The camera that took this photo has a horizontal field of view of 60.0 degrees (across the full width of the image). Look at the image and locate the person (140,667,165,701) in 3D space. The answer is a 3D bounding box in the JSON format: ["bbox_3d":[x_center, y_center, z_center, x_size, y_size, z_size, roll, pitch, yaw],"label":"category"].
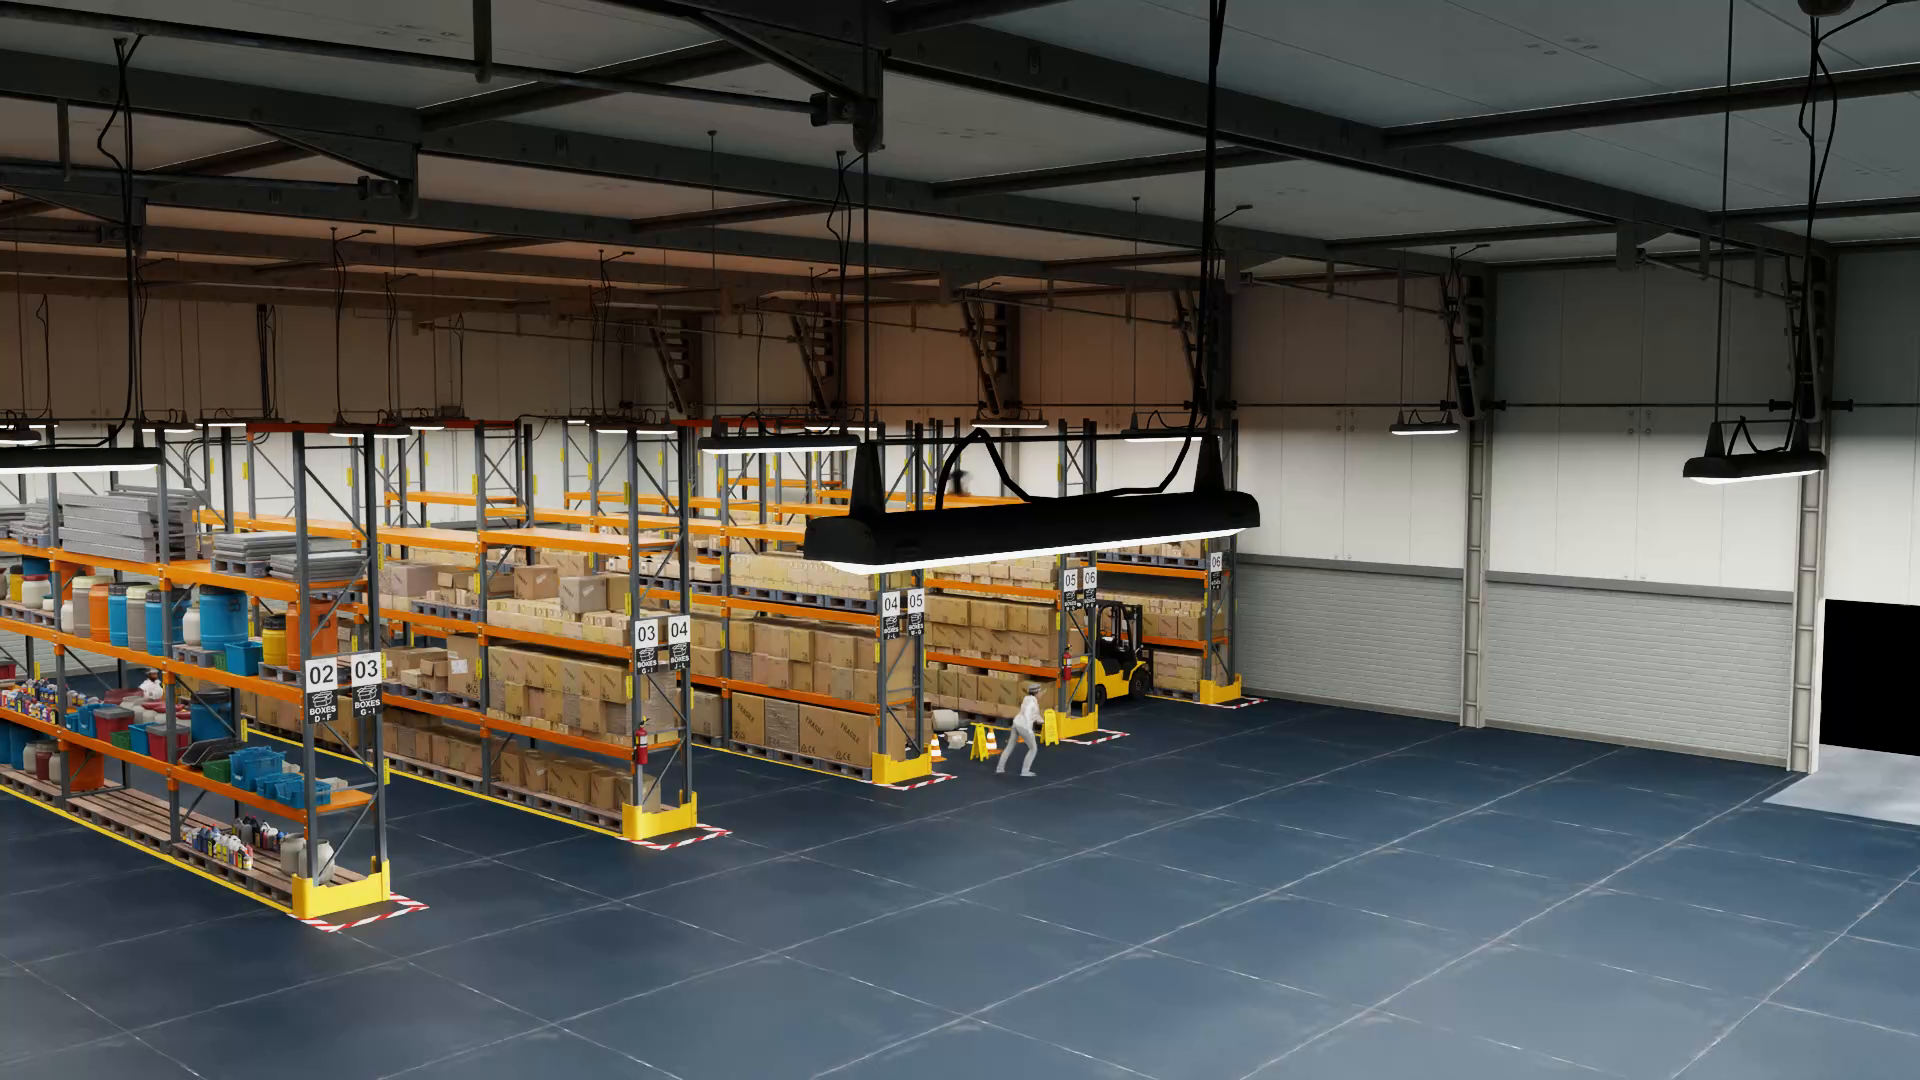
[{"bbox_3d":[-14.329,3.073,29.459,0.862,1.739,0.530,2,5,27],"label":"person"}]

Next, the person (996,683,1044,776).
[{"bbox_3d":[1.063,3.235,28.334,0.854,1.608,0.653,-2,5,-27],"label":"person"}]
